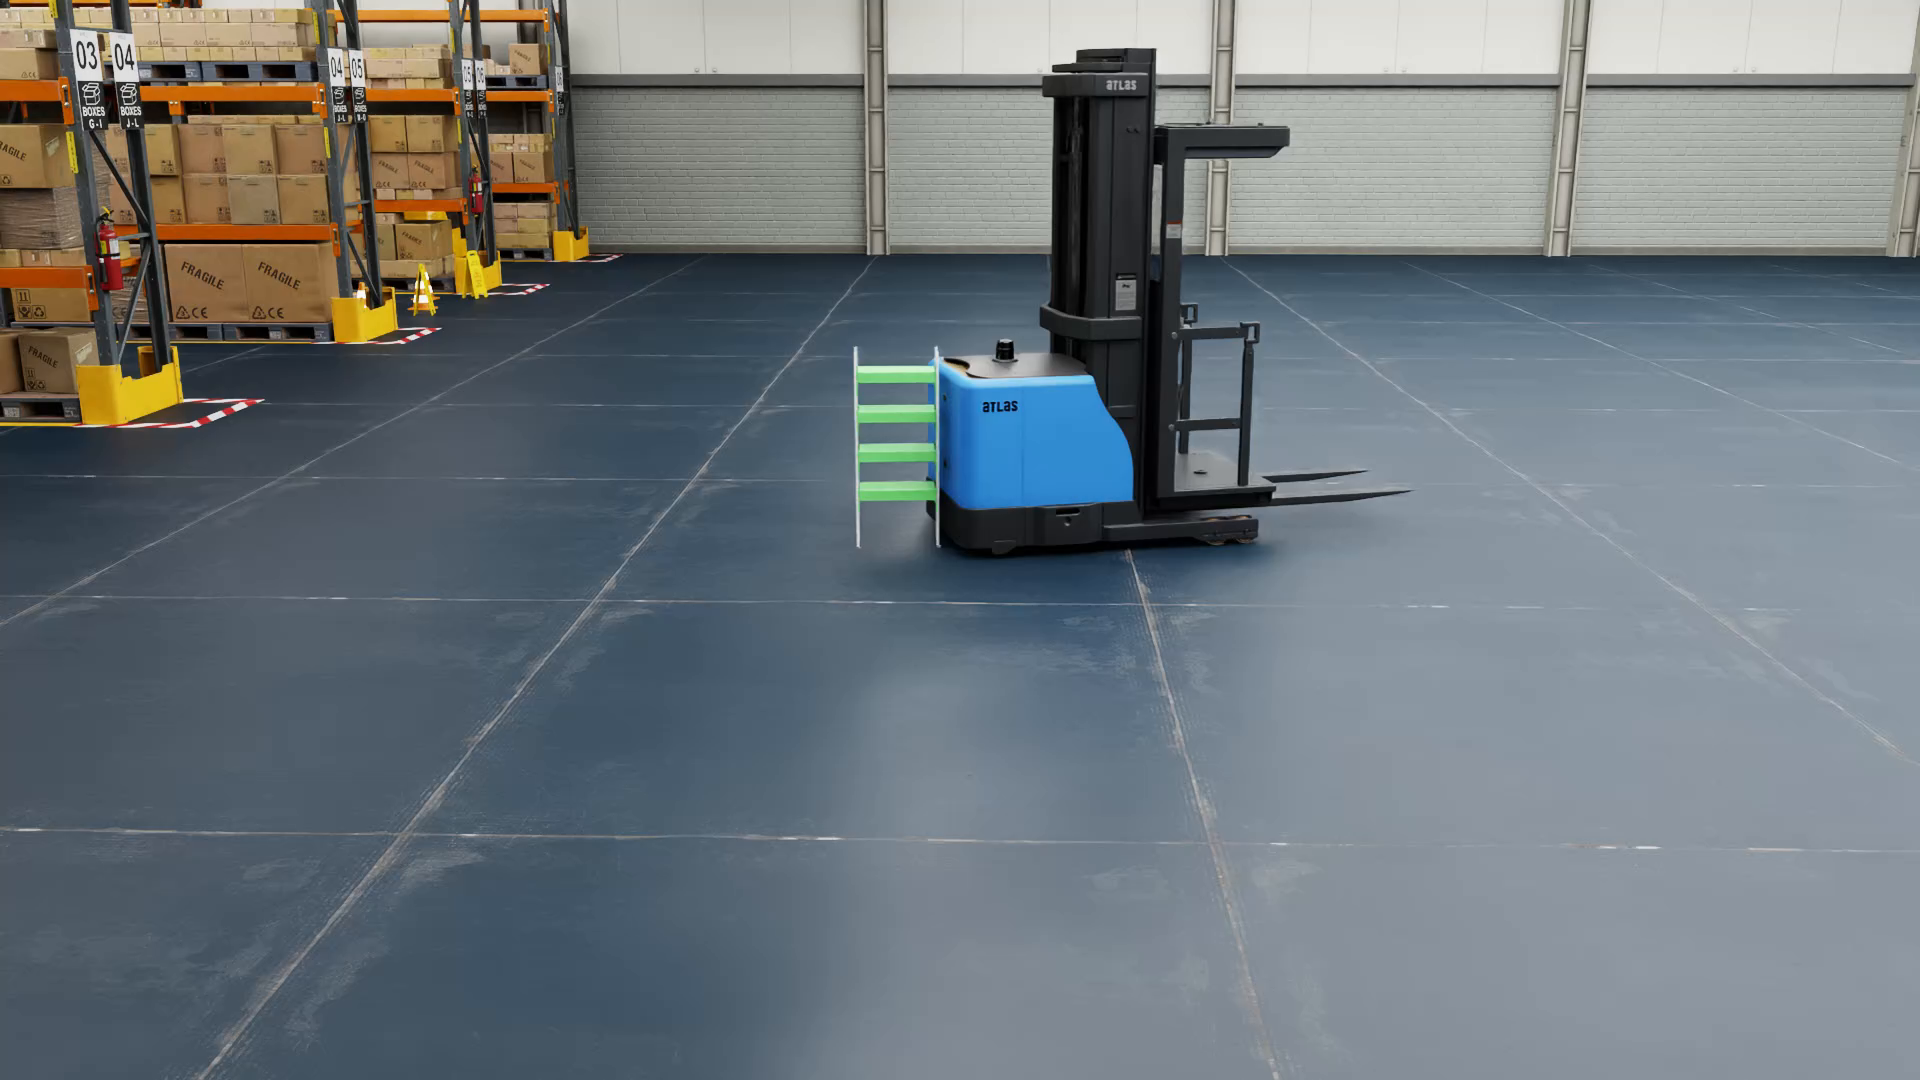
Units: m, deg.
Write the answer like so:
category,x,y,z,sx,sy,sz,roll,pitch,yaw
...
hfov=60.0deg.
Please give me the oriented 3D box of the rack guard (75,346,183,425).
category,x,y,z,sx,sy,sz,roll,pitch,yaw
rack guard,-7.232,-1.359,14.513,0.348,0.500,1.175,0,15,1

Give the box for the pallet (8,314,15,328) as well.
category,x,y,z,sx,sy,sz,roll,pitch,yaw
pallet,-11.701,-2.495,19.385,1.213,0.211,1.003,0,15,1

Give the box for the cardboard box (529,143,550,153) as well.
category,x,y,z,sx,sy,sz,roll,pitch,yaw
cardboard box,-7.134,-6.654,28.211,0.250,0.149,0.380,1,15,2

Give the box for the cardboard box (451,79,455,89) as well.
category,x,y,z,sx,sy,sz,roll,pitch,yaw
cardboard box,-7.226,-6.509,23.743,0.250,0.149,0.380,0,15,1

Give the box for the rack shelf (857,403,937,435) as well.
category,x,y,z,sx,sy,sz,roll,pitch,yaw
rack shelf,-0.384,-0.733,10.075,0.480,0.148,0.258,-1,15,-3

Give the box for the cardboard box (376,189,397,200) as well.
category,x,y,z,sx,sy,sz,roll,pitch,yaw
cardboard box,-8.052,-4.896,23.509,0.250,0.149,0.380,1,15,2

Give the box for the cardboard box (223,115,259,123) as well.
category,x,y,z,sx,sy,sz,roll,pitch,yaw
cardboard box,-9.958,-5.730,23.437,0.500,0.500,0.700,0,15,2

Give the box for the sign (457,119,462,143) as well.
category,x,y,z,sx,sy,sz,roll,pitch,yaw
sign,-6.937,-5.666,23.047,0.005,0.325,0.100,0,15,1

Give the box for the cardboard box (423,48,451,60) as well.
category,x,y,z,sx,sy,sz,roll,pitch,yaw
cardboard box,-7.249,-6.736,23.042,0.250,0.149,0.380,1,15,2

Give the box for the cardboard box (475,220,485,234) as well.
category,x,y,z,sx,sy,sz,roll,pitch,yaw
cardboard box,-8.292,-5.403,28.528,0.500,0.250,0.500,0,15,0

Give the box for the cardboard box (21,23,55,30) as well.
category,x,y,z,sx,sy,sz,roll,pitch,yaw
cardboard box,-9.941,-5.554,18.321,0.500,0.250,0.500,0,15,1

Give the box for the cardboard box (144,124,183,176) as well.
category,x,y,z,sx,sy,sz,roll,pitch,yaw
cardboard box,-8.940,-4.427,18.831,0.500,0.550,0.875,0,15,1

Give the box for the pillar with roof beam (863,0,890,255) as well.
category,x,y,z,sx,sy,sz,roll,pitch,yaw
pillar with roof beam,-1.565,-8.359,24.383,0.400,9.000,9.100,0,15,1

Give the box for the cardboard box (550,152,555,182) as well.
category,x,y,z,sx,sy,sz,roll,pitch,yaw
cardboard box,-7.268,-6.483,28.837,0.500,0.500,0.500,1,15,3

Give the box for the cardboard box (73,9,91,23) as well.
category,x,y,z,sx,sy,sz,roll,pitch,yaw
cardboard box,-9.553,-5.729,18.203,0.250,0.149,0.380,1,15,2

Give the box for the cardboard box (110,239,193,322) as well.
category,x,y,z,sx,sy,sz,roll,pitch,yaw
cardboard box,-9.399,-3.007,19.198,0.875,0.875,0.875,0,15,2

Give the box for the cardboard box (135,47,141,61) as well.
category,x,y,z,sx,sy,sz,roll,pitch,yaw
cardboard box,-9.051,-5.339,18.291,0.250,0.149,0.380,1,15,2

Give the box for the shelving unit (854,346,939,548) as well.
category,x,y,z,sx,sy,sz,roll,pitch,yaw
shelving unit,-0.384,-0.562,10.120,0.503,1.200,0.258,-1,15,-3

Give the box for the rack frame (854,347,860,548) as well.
category,x,y,z,sx,sy,sz,roll,pitch,yaw
rack frame,-0.627,-0.559,10.109,0.015,1.200,0.240,-1,15,-3

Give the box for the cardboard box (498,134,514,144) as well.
category,x,y,z,sx,sy,sz,roll,pitch,yaw
cardboard box,-7.653,-6.804,28.197,0.250,0.149,0.380,1,15,3

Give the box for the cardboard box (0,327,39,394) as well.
category,x,y,z,sx,sy,sz,roll,pitch,yaw
cardboard box,-8.379,-1.566,14.471,0.500,0.500,0.500,4,15,16

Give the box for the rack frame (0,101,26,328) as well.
category,x,y,z,sx,sy,sz,roll,pitch,yaw
rack frame,-10.927,-3.858,19.083,0.127,3.000,1.000,0,15,1

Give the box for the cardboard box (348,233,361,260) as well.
category,x,y,z,sx,sy,sz,roll,pitch,yaw
cardboard box,-8.737,-4.277,23.769,0.500,0.500,0.500,0,15,0

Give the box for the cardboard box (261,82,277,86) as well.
category,x,y,z,sx,sy,sz,roll,pitch,yaw
cardboard box,-9.570,-6.380,23.253,0.250,0.149,0.380,0,15,0

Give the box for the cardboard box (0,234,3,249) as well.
category,x,y,z,sx,sy,sz,roll,pitch,yaw
cardboard box,-8.208,-2.743,14.078,0.500,0.500,0.875,0,15,1

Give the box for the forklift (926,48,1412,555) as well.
category,x,y,z,sx,sy,sz,roll,pitch,yaw
forklift,1.357,-1.510,10.319,3.031,2.935,1.130,-4,15,-13

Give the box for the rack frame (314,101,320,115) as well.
category,x,y,z,sx,sy,sz,roll,pitch,yaw
rack frame,-10.779,-6.387,28.668,0.127,3.000,1.000,0,15,1

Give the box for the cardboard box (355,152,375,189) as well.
category,x,y,z,sx,sy,sz,roll,pitch,yaw
cardboard box,-8.453,-5.229,23.500,0.500,0.500,0.500,0,15,1

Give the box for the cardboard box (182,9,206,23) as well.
category,x,y,z,sx,sy,sz,roll,pitch,yaw
cardboard box,-8.288,-5.720,18.172,0.250,0.149,0.380,0,15,2

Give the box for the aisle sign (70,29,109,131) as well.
category,x,y,z,sx,sy,sz,roll,pitch,yaw
aisle sign,-7.102,-3.748,13.569,0.004,0.787,0.394,0,15,1

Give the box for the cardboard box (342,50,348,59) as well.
category,x,y,z,sx,sy,sz,roll,pitch,yaw
cardboard box,-8.519,-6.771,23.175,0.250,0.149,0.380,0,15,0

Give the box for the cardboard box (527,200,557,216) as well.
category,x,y,z,sx,sy,sz,roll,pitch,yaw
cardboard box,-7.256,-5.769,28.934,0.500,0.250,0.500,0,15,1

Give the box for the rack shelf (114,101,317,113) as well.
category,x,y,z,sx,sy,sz,roll,pitch,yaw
rack shelf,-12.778,-7.502,28.426,4.000,0.370,1.077,0,15,1

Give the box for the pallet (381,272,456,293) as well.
category,x,y,z,sx,sy,sz,roll,pitch,yaw
pallet,-7.790,-3.761,24.183,1.213,0.211,1.003,0,15,1

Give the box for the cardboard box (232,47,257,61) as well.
category,x,y,z,sx,sy,sz,roll,pitch,yaw
cardboard box,-7.778,-5.331,18.260,0.250,0.149,0.380,1,15,2

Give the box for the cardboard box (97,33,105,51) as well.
category,x,y,z,sx,sy,sz,roll,pitch,yaw
cardboard box,-7.426,-4.199,14.008,0.250,0.149,0.380,0,15,1

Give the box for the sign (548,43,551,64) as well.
category,x,y,z,sx,sy,sz,roll,pitch,yaw
sign,-6.808,-8.063,27.559,0.005,0.325,0.100,0,15,1

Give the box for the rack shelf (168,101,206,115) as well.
category,x,y,z,sx,sy,sz,roll,pitch,yaw
rack shelf,-12.901,-6.237,23.628,4.000,0.370,1.077,0,15,1

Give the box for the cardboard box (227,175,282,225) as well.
category,x,y,z,sx,sy,sz,roll,pitch,yaw
cardboard box,-7.851,-3.893,18.923,0.550,0.550,0.875,0,15,1

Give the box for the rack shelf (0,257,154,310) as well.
category,x,y,z,sx,sy,sz,roll,pitch,yaw
rack shelf,-9.156,-2.233,14.333,4.000,0.370,1.077,0,15,1

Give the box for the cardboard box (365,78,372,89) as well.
category,x,y,z,sx,sy,sz,roll,pitch,yaw
cardboard box,-8.283,-6.367,23.204,0.250,0.149,0.380,0,15,1

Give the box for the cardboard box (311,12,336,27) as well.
category,x,y,z,sx,sy,sz,roll,pitch,yaw
cardboard box,-7.254,-5.881,18.781,0.250,0.149,0.380,1,15,2

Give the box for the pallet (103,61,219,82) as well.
category,x,y,z,sx,sy,sz,roll,pitch,yaw
pallet,-8.893,-5.249,18.648,1.213,0.211,1.003,0,15,1

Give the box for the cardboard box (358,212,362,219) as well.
category,x,y,z,sx,sy,sz,roll,pitch,yaw
cardboard box,-8.594,-4.573,23.619,0.250,0.149,0.380,1,15,4

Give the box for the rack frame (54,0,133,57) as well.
category,x,y,z,sx,sy,sz,roll,pitch,yaw
rack frame,-7.156,-5.468,13.427,0.127,3.000,1.000,0,15,1

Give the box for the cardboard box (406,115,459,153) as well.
category,x,y,z,sx,sy,sz,roll,pitch,yaw
cardboard box,-7.419,-5.718,23.394,0.500,0.500,0.700,0,15,0

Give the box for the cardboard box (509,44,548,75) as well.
category,x,y,z,sx,sy,sz,roll,pitch,yaw
cardboard box,-7.229,-8.052,27.883,0.500,0.500,0.500,1,15,3

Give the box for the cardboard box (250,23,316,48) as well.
category,x,y,z,sx,sy,sz,roll,pitch,yaw
cardboard box,-7.425,-5.537,18.258,0.500,0.250,0.500,1,15,2

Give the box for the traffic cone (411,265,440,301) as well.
category,x,y,z,sx,sy,sz,roll,pitch,yaw
traffic cone,-7.366,-3.542,22.858,0.334,0.463,0.336,0,15,1
